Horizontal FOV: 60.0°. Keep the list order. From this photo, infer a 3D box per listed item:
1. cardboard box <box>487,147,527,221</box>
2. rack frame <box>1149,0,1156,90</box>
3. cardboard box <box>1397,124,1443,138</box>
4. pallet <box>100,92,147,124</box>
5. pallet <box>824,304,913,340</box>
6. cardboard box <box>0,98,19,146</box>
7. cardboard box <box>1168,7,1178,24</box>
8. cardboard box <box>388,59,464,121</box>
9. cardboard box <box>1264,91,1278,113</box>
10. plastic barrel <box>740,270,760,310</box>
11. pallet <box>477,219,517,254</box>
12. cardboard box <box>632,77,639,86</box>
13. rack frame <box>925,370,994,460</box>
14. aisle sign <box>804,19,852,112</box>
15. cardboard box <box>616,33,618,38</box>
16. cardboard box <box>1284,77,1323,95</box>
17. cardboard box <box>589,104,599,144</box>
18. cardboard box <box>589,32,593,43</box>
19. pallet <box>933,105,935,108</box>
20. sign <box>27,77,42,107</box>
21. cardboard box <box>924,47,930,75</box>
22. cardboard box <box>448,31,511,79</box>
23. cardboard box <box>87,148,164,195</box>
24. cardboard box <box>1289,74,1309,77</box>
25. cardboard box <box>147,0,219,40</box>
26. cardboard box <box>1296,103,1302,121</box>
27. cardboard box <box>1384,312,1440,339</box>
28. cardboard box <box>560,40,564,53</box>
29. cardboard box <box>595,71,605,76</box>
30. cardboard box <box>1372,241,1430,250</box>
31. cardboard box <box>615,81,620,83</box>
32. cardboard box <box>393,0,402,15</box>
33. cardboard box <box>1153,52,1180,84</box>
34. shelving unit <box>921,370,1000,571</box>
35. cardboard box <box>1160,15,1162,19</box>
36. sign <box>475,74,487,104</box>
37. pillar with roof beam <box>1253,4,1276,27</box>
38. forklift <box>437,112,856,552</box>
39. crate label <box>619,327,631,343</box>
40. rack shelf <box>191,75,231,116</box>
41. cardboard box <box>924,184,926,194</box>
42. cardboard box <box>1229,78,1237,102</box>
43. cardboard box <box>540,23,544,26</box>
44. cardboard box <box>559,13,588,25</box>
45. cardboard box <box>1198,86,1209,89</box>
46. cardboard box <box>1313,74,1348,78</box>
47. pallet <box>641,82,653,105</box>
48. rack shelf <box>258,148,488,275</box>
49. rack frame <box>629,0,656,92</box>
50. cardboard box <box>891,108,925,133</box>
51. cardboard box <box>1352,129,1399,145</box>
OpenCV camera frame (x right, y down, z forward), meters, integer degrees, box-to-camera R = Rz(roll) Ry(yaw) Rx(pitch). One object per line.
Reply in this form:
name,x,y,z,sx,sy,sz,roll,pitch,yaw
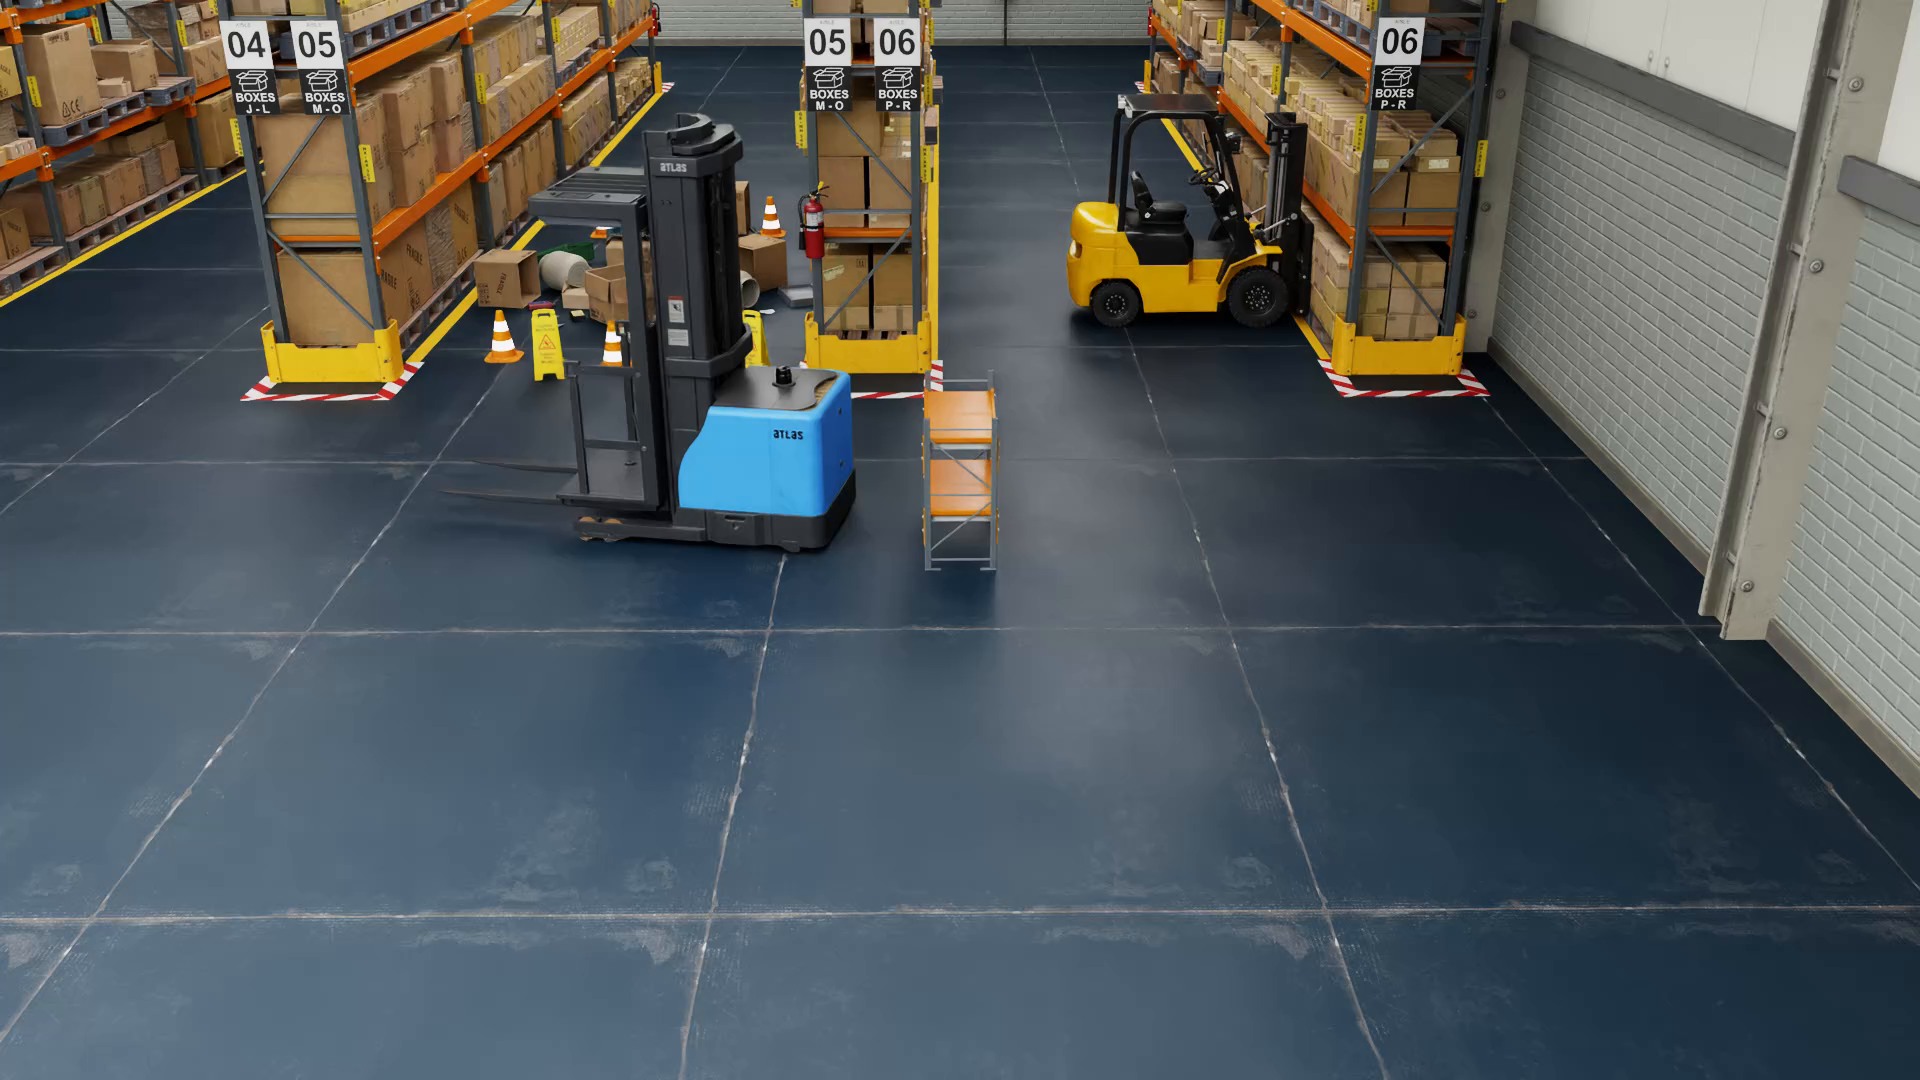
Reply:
cardboard box,-5.950,-4.369,20.373,1.050,0.750,0.750,0,24,-1
rack frame,3.935,-9.582,29.679,1.000,3.000,0.127,0,24,-1
cardboard box,4.333,-3.822,15.673,0.380,0.149,0.250,0,24,0
pallet,-10.788,-5.314,20.476,1.003,0.211,1.213,0,24,-1
pallet,-0.829,-2.061,16.433,1.003,0.211,1.213,0,24,-1
cardboard box,-10.864,-4.564,18.102,0.875,0.500,0.500,0,24,-1
cardboard box,3.716,-8.621,27.377,0.500,0.250,0.500,0,24,-1
cardboard box,-5.755,-4.731,17.462,0.875,0.550,0.550,0,24,-1
cardboard box,3.805,-4.998,19.119,0.500,0.250,0.500,-1,24,-2
plastic barrel,-2.391,-2.635,17.447,0.512,0.421,0.421,19,30,35
pallet,-5.930,-3.596,19.829,1.003,0.211,1.213,0,24,-1
cardboard box,-5.676,-7.773,28.268,0.380,0.149,0.250,1,24,2
rack frame,-0.006,-0.725,12.371,0.500,1.125,0.032,0,24,-1
aisle sign,-1.143,-4.123,14.454,0.394,0.787,0.004,0,24,-1
cardboard box,-5.739,-8.177,26.879,0.380,0.149,0.250,-1,24,-3
cardboard box,3.772,-4.981,18.237,0.380,0.149,0.250,0,24,1
cardboard box,-5.667,-6.172,24.663,0.500,0.500,0.500,-1,24,-2
cardboard box,-5.727,-7.550,24.982,0.380,0.149,0.250,0,24,-1
pallet,-0.915,-6.953,27.250,1.003,0.211,1.213,0,24,-1
sign,-10.265,-4.969,18.429,0.100,0.325,0.005,0,24,-1
cardboard box,-0.614,-5.590,19.862,0.500,0.500,0.500,0,24,-1
cardboard box,-5.875,-5.883,20.167,0.700,0.500,0.500,0,24,-1
cardboard box,-10.805,-4.774,21.548,0.700,0.500,0.500,-2,24,-5
cardboard box,3.869,-5.325,19.359,0.380,0.149,0.250,0,24,-1
cardboard box,-10.847,-7.289,23.272,0.797,0.503,0.637,0,24,1
cardboard box,3.770,-4.530,17.600,0.380,0.149,0.250,0,24,1
cardboard box,4.299,-2.131,16.031,0.500,0.250,0.500,0,24,0
cardboard box,-5.706,-6.832,23.033,0.380,0.149,0.250,-1,24,-2
cardboard box,-6.179,-7.795,27.956,0.380,0.149,0.250,0,24,0
cardboard box,4.284,-2.788,16.271,0.500,0.250,0.500,0,24,0
cardboard box,-5.726,-7.370,27.017,0.380,0.149,0.250,-1,24,-1
cardboard box,-5.500,-5.053,15.700,0.380,0.149,0.250,0,24,-1
cardboard box,3.847,-8.383,29.549,0.797,0.503,0.637,-1,24,-3
shelving unit,0.000,-0.515,11.908,0.538,1.125,1.048,0,24,-1
cardboard box,3.713,-9.226,29.197,0.380,0.149,0.250,0,24,1
sign,-5.291,-4.983,18.364,0.100,0.325,0.005,0,24,-1
pillar with roof beam,0.567,-10.939,25.399,9.100,9.000,0.400,0,24,-1
forklift,-2.360,-1.528,11.954,3.031,2.935,1.130,4,25,9
crate label,-3.326,-2.011,16.413,0.250,0.136,0.298,-14,28,-28
rack shelf,-10.873,-6.713,24.210,1.077,0.370,4.000,0,24,-1
cardboard box,-0.623,-3.651,18.483,0.500,0.500,0.500,-1,24,-1
cardboard box,3.783,-5.826,21.556,0.500,0.250,0.500,-1,24,-2
cardboard box,-6.378,-7.574,24.673,0.380,0.149,0.250,-1,24,-3
cardboard box,-5.726,-7.704,24.600,0.380,0.149,0.250,0,24,-1
cardboard box,3.827,-6.800,25.265,0.380,0.149,0.250,-1,24,-1
cardboard box,4.324,-5.338,19.387,0.380,0.149,0.250,0,24,-1
pallet,-6.003,-7.857,29.250,1.003,0.211,1.213,0,24,-1
rack shelf,-5.825,-3.397,16.878,1.077,0.370,4.000,0,24,-1
rack frame,-5.977,-9.494,29.485,1.000,3.000,0.127,0,24,-1
cardboard box,-0.622,-4.186,17.268,0.500,0.500,0.500,0,24,1
cardboard box,3.861,-3.714,15.435,0.380,0.149,0.250,0,24,0
